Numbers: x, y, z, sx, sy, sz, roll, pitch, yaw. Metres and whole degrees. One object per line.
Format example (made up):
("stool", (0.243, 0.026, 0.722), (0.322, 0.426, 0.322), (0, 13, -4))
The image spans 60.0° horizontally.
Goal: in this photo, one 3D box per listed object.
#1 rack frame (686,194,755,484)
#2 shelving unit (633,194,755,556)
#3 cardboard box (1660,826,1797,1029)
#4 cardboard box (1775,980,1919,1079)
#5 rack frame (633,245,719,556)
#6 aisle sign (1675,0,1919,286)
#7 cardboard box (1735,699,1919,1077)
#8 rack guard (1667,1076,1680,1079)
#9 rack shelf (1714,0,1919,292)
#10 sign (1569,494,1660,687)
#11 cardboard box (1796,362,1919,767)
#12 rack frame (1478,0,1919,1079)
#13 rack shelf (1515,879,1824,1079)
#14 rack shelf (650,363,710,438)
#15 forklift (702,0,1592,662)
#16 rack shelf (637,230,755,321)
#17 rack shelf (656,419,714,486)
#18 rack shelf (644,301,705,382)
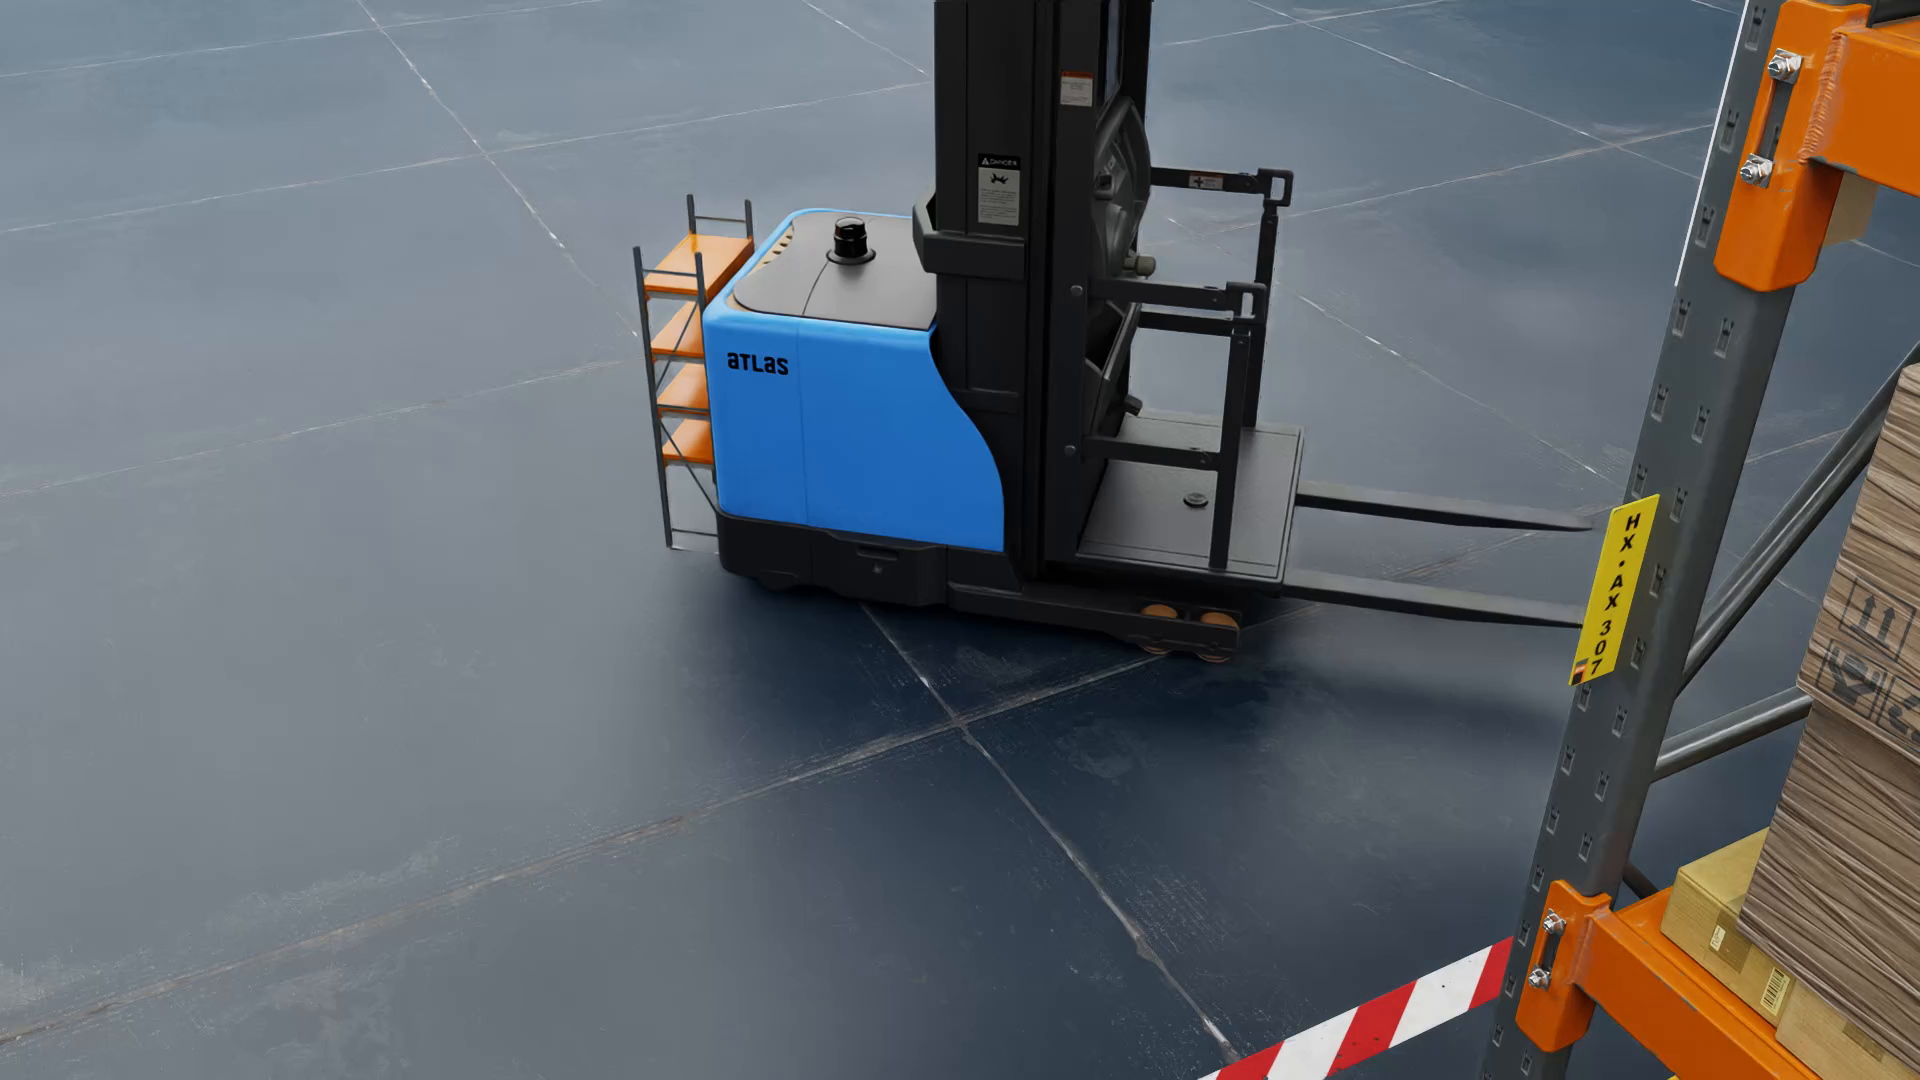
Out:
("rack frame", (-0.862, -0.718, 6.258), (0.240, 1.200, 0.015), (7, 33, 11))
("shelving unit", (-0.919, -0.590, 6.059), (0.258, 1.200, 0.503), (7, 33, 11))
("cardboard box", (1.402, 0.610, 2.750), (0.380, 0.149, 0.250), (-16, 36, -23))
("cardboard box", (1.502, 0.734, 2.556), (0.380, 0.149, 0.250), (-16, 36, -23))
("rack frame", (-0.976, -0.462, 5.859), (0.240, 1.200, 0.015), (7, 33, 11))
("aisle sign", (1.186, -0.740, 2.215), (0.394, 0.787, 0.004), (-16, 36, -23))
("cardboard box", (1.712, 0.410, 2.460), (0.875, 0.500, 0.500), (-16, 36, -23))
("rack guard", (1.516, 1.397, 3.606), (1.175, 0.500, 0.348), (-16, 36, -23))
("rack shelf", (2.413, 0.303, 0.883), (1.077, 0.370, 4.000), (-16, 36, -23))
("sign", (1.000, 0.080, 2.541), (0.100, 0.325, 0.005), (-16, 36, -23))
("cardboard box", (1.495, 0.051, 2.094), (0.500, 0.500, 0.500), (-16, 36, -23))
("rack frame", (1.477, 0.309, 2.987), (0.949, 2.616, 0.053), (-16, 36, -23))
("rack shelf", (2.413, 1.566, 1.692), (1.077, 0.370, 4.000), (-16, 36, -23))
("rack shelf", (-0.919, -0.533, 6.095), (0.258, 0.148, 0.480), (7, 33, 11))
("forklift", (0.708, -1.139, 5.311), (3.031, 2.935, 1.130), (8, 33, 12))
("rack shelf", (-0.919, -0.921, 5.847), (0.258, 0.148, 0.480), (7, 33, 11))
("rack shelf", (-0.919, -0.366, 6.202), (0.258, 0.148, 0.480), (7, 33, 11))
("rack shelf", (-0.919, -0.722, 5.974), (0.258, 0.148, 0.480), (7, 33, 11))
